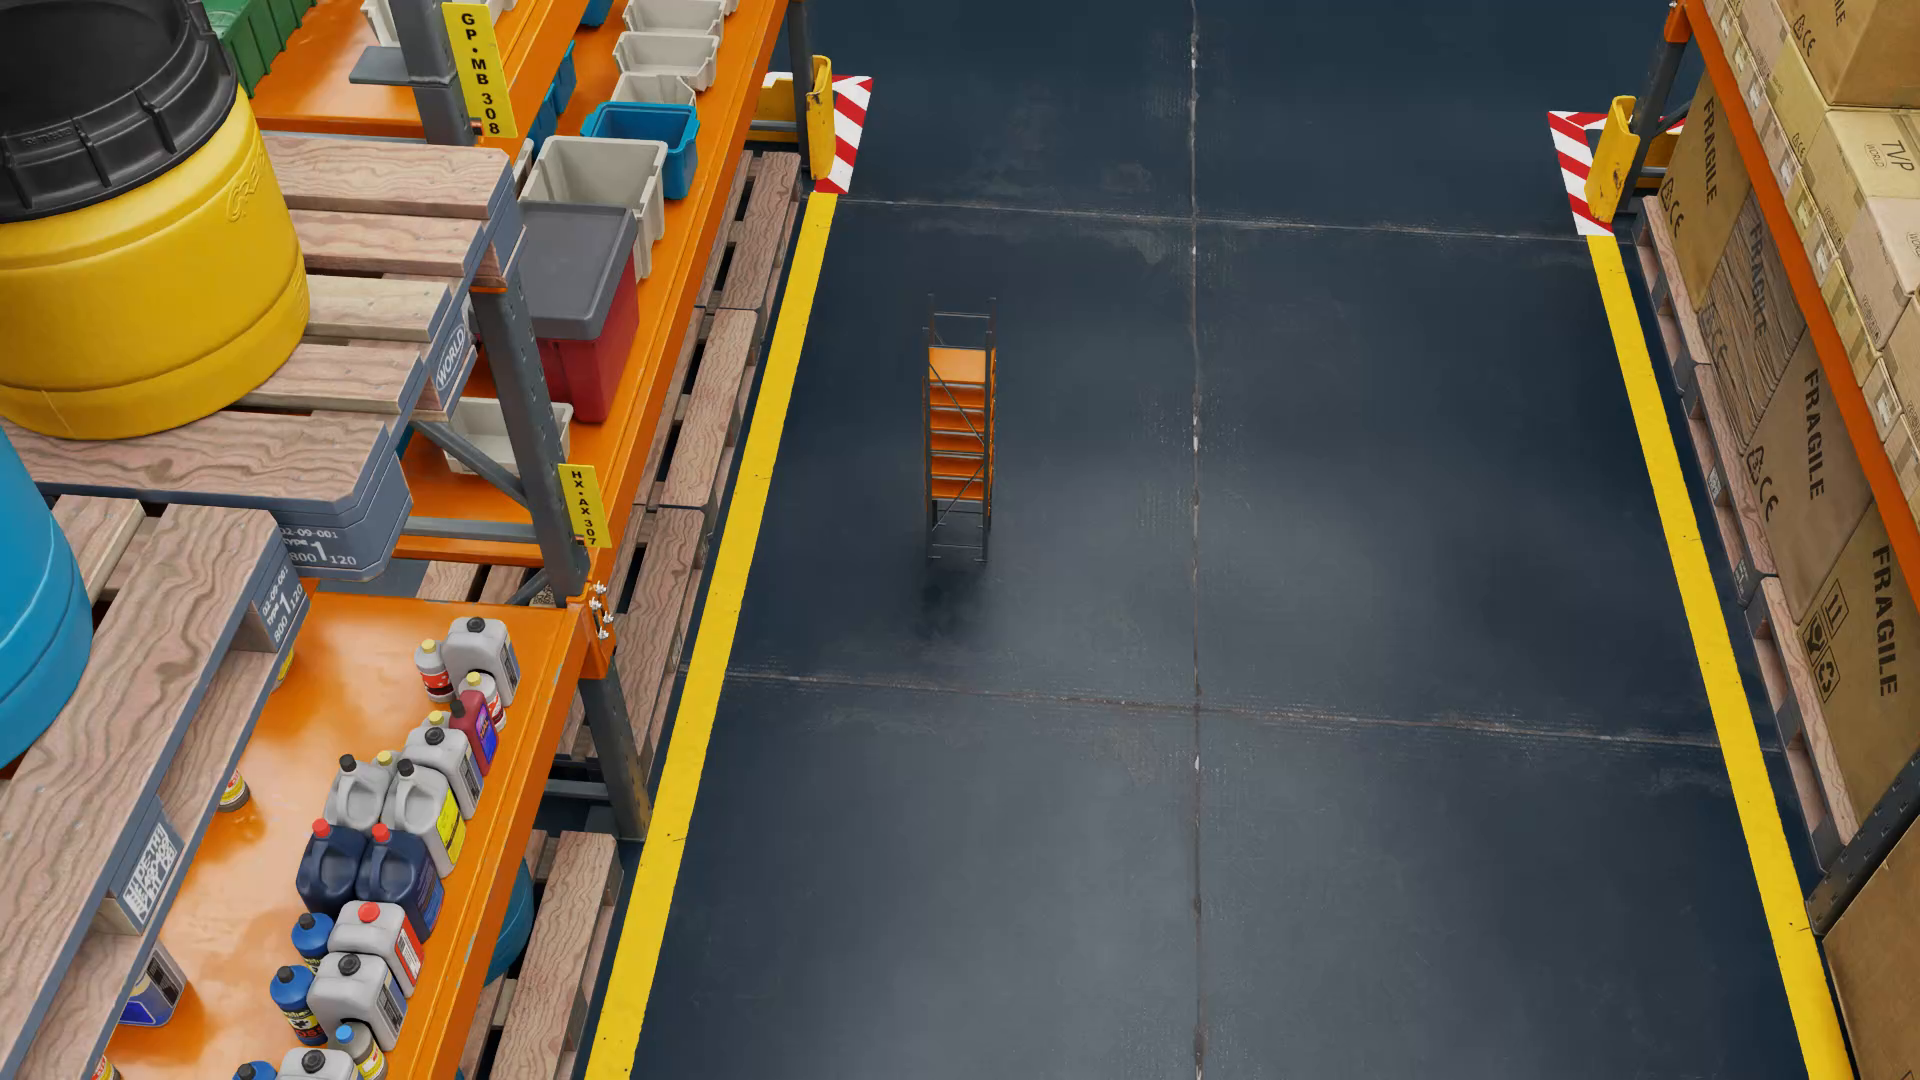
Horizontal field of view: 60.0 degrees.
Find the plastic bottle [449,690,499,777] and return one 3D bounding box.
[{"bbox_3d":[-1.276,0.487,4.351,0.061,0.283,0.133,4,48,4],"label":"plastic bottle"}]

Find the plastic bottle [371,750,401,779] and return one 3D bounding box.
[{"bbox_3d":[-1.460,0.615,4.289,0.097,0.201,0.097,0,48,0],"label":"plastic bottle"}]

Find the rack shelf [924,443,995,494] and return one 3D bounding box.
[{"bbox_3d":[-0.001,-0.283,6.419,0.258,0.103,0.180,4,48,4],"label":"rack shelf"}]

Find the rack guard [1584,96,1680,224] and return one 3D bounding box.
[{"bbox_3d":[3.712,-1.817,8.073,1.175,0.500,0.348,4,48,4],"label":"rack guard"}]

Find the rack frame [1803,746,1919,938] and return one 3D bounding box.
[{"bbox_3d":[3.346,0.296,4.446,1.000,3.000,0.127,4,48,4],"label":"rack frame"}]

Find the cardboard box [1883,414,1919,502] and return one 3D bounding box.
[{"bbox_3d":[3.094,-0.243,5.110,0.380,0.149,0.250,3,48,3],"label":"cardboard box"}]

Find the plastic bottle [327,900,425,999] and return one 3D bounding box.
[{"bbox_3d":[-1.380,0.955,3.927,0.152,0.276,0.135,4,48,4],"label":"plastic bottle"}]

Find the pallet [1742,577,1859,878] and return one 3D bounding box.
[{"bbox_3d":[3.493,0.684,5.981,1.003,0.211,1.213,4,48,4],"label":"pallet"}]

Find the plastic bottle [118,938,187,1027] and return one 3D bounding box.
[{"bbox_3d":[-1.941,1.010,3.877,0.152,0.276,0.135,4,48,4],"label":"plastic bottle"}]

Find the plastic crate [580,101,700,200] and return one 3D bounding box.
[{"bbox_3d":[-1.154,-1.414,6.083,0.416,0.233,0.300,4,48,4],"label":"plastic crate"}]

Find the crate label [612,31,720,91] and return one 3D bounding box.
[{"bbox_3d":[-1.158,-1.878,6.573,0.396,0.136,0.243,4,48,4],"label":"crate label"}]

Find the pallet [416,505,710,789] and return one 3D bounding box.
[{"bbox_3d":[-1.558,0.361,6.276,1.003,0.211,1.213,4,48,4],"label":"pallet"}]

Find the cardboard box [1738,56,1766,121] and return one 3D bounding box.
[{"bbox_3d":[3.282,-1.751,6.489,0.380,0.149,0.250,3,48,3],"label":"cardboard box"}]

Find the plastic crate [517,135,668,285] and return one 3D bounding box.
[{"bbox_3d":[-1.264,-1.127,5.787,0.437,0.282,0.530,4,48,4],"label":"plastic crate"}]

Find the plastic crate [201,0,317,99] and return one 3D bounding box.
[{"bbox_3d":[-1.849,-1.309,4.026,0.450,0.188,0.662,4,48,4],"label":"plastic crate"}]

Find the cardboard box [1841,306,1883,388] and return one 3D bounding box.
[{"bbox_3d":[3.140,-0.621,5.456,0.380,0.149,0.250,5,48,4],"label":"cardboard box"}]

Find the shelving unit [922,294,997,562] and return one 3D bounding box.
[{"bbox_3d":[-0.001,-0.394,6.298,0.258,1.200,0.189,4,48,4],"label":"shelving unit"}]

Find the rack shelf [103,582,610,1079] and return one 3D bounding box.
[{"bbox_3d":[-1.769,1.676,3.672,1.077,0.370,4.000,4,48,4],"label":"rack shelf"}]

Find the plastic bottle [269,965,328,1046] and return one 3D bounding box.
[{"bbox_3d":[-1.518,1.061,3.834,0.097,0.271,0.097,0,48,0],"label":"plastic bottle"}]

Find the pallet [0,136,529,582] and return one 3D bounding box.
[{"bbox_3d":[-1.561,-0.403,3.181,1.213,0.211,1.003,4,48,4],"label":"pallet"}]

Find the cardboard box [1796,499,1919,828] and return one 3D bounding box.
[{"bbox_3d":[3.485,0.392,5.514,0.875,0.875,0.875,4,48,4],"label":"cardboard box"}]

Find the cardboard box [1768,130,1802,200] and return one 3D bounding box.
[{"bbox_3d":[3.234,-1.375,6.145,0.380,0.149,0.250,3,48,3],"label":"cardboard box"}]

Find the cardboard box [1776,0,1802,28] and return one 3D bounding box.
[{"bbox_3d":[3.352,-2.244,6.161,0.500,0.500,0.500,3,48,3],"label":"cardboard box"}]

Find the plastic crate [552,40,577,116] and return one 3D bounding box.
[{"bbox_3d":[-1.693,-1.813,6.448,0.416,0.233,0.300,4,48,4],"label":"plastic crate"}]

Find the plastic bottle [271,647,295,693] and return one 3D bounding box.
[{"bbox_3d":[-1.945,0.246,4.525,0.144,0.351,0.185,4,48,4],"label":"plastic bottle"}]

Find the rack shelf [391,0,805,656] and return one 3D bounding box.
[{"bbox_3d":[-1.405,-1.264,6.361,1.077,0.370,4.000,4,48,4],"label":"rack shelf"}]

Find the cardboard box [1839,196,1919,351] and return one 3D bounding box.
[{"bbox_3d":[3.215,-0.851,5.396,0.500,0.250,0.500,5,48,4],"label":"cardboard box"}]

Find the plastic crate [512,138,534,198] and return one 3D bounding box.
[{"bbox_3d":[-1.727,-1.268,6.015,0.293,0.136,0.466,4,48,4],"label":"plastic crate"}]

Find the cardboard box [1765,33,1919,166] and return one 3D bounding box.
[{"bbox_3d":[3.307,-1.607,6.087,0.500,0.250,0.500,2,48,2],"label":"cardboard box"}]

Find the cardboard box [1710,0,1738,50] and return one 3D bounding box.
[{"bbox_3d":[3.327,-2.131,6.837,0.380,0.149,0.250,3,48,3],"label":"cardboard box"}]

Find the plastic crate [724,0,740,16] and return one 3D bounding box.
[{"bbox_3d":[-1.116,-2.296,6.955,0.396,0.136,0.243,4,48,4],"label":"plastic crate"}]

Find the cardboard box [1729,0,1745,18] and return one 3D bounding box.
[{"bbox_3d":[3.397,-2.358,6.774,0.500,0.250,0.500,3,48,2],"label":"cardboard box"}]

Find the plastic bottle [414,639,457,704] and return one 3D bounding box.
[{"bbox_3d":[-1.427,0.347,4.535,0.097,0.201,0.097,0,48,0],"label":"plastic bottle"}]

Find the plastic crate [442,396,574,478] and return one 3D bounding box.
[{"bbox_3d":[-1.402,-0.300,5.130,0.396,0.136,0.243,4,48,4],"label":"plastic crate"}]

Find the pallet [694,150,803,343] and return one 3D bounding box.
[{"bbox_3d":[-1.336,-1.432,7.916,1.003,0.211,1.213,4,48,4],"label":"pallet"}]

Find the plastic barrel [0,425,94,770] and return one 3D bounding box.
[{"bbox_3d":[-1.590,-0.096,2.148,0.600,0.901,0.708,4,48,4],"label":"plastic barrel"}]

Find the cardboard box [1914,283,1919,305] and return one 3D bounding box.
[{"bbox_3d":[3.171,-0.730,4.777,0.500,0.500,0.500,4,48,4],"label":"cardboard box"}]

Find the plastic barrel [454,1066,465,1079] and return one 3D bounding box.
[{"bbox_3d":[-1.718,1.449,4.530,0.600,0.901,0.708,4,48,4],"label":"plastic barrel"}]

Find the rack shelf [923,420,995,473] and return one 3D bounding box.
[{"bbox_3d":[-0.001,-0.364,6.330,0.258,0.103,0.180,4,48,4],"label":"rack shelf"}]

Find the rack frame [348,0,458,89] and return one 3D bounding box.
[{"bbox_3d":[-1.587,-2.062,2.537,1.000,3.000,0.127,4,48,4],"label":"rack frame"}]

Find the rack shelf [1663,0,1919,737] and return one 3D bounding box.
[{"bbox_3d":[3.528,-0.931,6.056,1.077,0.370,4.000,4,48,4],"label":"rack shelf"}]

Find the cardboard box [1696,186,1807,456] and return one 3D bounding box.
[{"bbox_3d":[3.648,-0.923,6.717,0.875,0.875,0.875,4,48,4],"label":"cardboard box"}]

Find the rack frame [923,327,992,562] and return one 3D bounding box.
[{"bbox_3d":[-0.010,-0.327,6.236,0.240,1.200,0.006,4,48,4],"label":"rack frame"}]

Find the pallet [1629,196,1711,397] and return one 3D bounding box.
[{"bbox_3d":[3.715,-1.109,7.621,1.003,0.211,1.213,4,48,4],"label":"pallet"}]

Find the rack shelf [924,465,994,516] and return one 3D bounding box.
[{"bbox_3d":[-0.001,-0.202,6.507,0.258,0.103,0.180,4,48,4],"label":"rack shelf"}]

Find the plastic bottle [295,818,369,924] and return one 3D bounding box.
[{"bbox_3d":[-1.505,0.803,4.016,0.144,0.351,0.185,4,48,4],"label":"plastic bottle"}]

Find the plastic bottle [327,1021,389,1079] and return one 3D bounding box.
[{"bbox_3d":[-1.376,1.167,3.785,0.097,0.201,0.097,0,48,0],"label":"plastic bottle"}]

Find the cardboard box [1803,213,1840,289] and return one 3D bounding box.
[{"bbox_3d":[3.188,-0.996,5.799,0.380,0.149,0.250,5,48,4],"label":"cardboard box"}]

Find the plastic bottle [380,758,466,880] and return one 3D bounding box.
[{"bbox_3d":[-1.345,0.677,4.131,0.144,0.351,0.185,4,48,4],"label":"plastic bottle"}]

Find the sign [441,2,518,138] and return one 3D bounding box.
[{"bbox_3d":[-1.039,-1.014,3.606,0.100,0.325,0.005,4,48,4],"label":"sign"}]

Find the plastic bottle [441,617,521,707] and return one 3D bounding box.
[{"bbox_3d":[-1.301,0.316,4.512,0.152,0.276,0.135,4,48,4],"label":"plastic bottle"}]
